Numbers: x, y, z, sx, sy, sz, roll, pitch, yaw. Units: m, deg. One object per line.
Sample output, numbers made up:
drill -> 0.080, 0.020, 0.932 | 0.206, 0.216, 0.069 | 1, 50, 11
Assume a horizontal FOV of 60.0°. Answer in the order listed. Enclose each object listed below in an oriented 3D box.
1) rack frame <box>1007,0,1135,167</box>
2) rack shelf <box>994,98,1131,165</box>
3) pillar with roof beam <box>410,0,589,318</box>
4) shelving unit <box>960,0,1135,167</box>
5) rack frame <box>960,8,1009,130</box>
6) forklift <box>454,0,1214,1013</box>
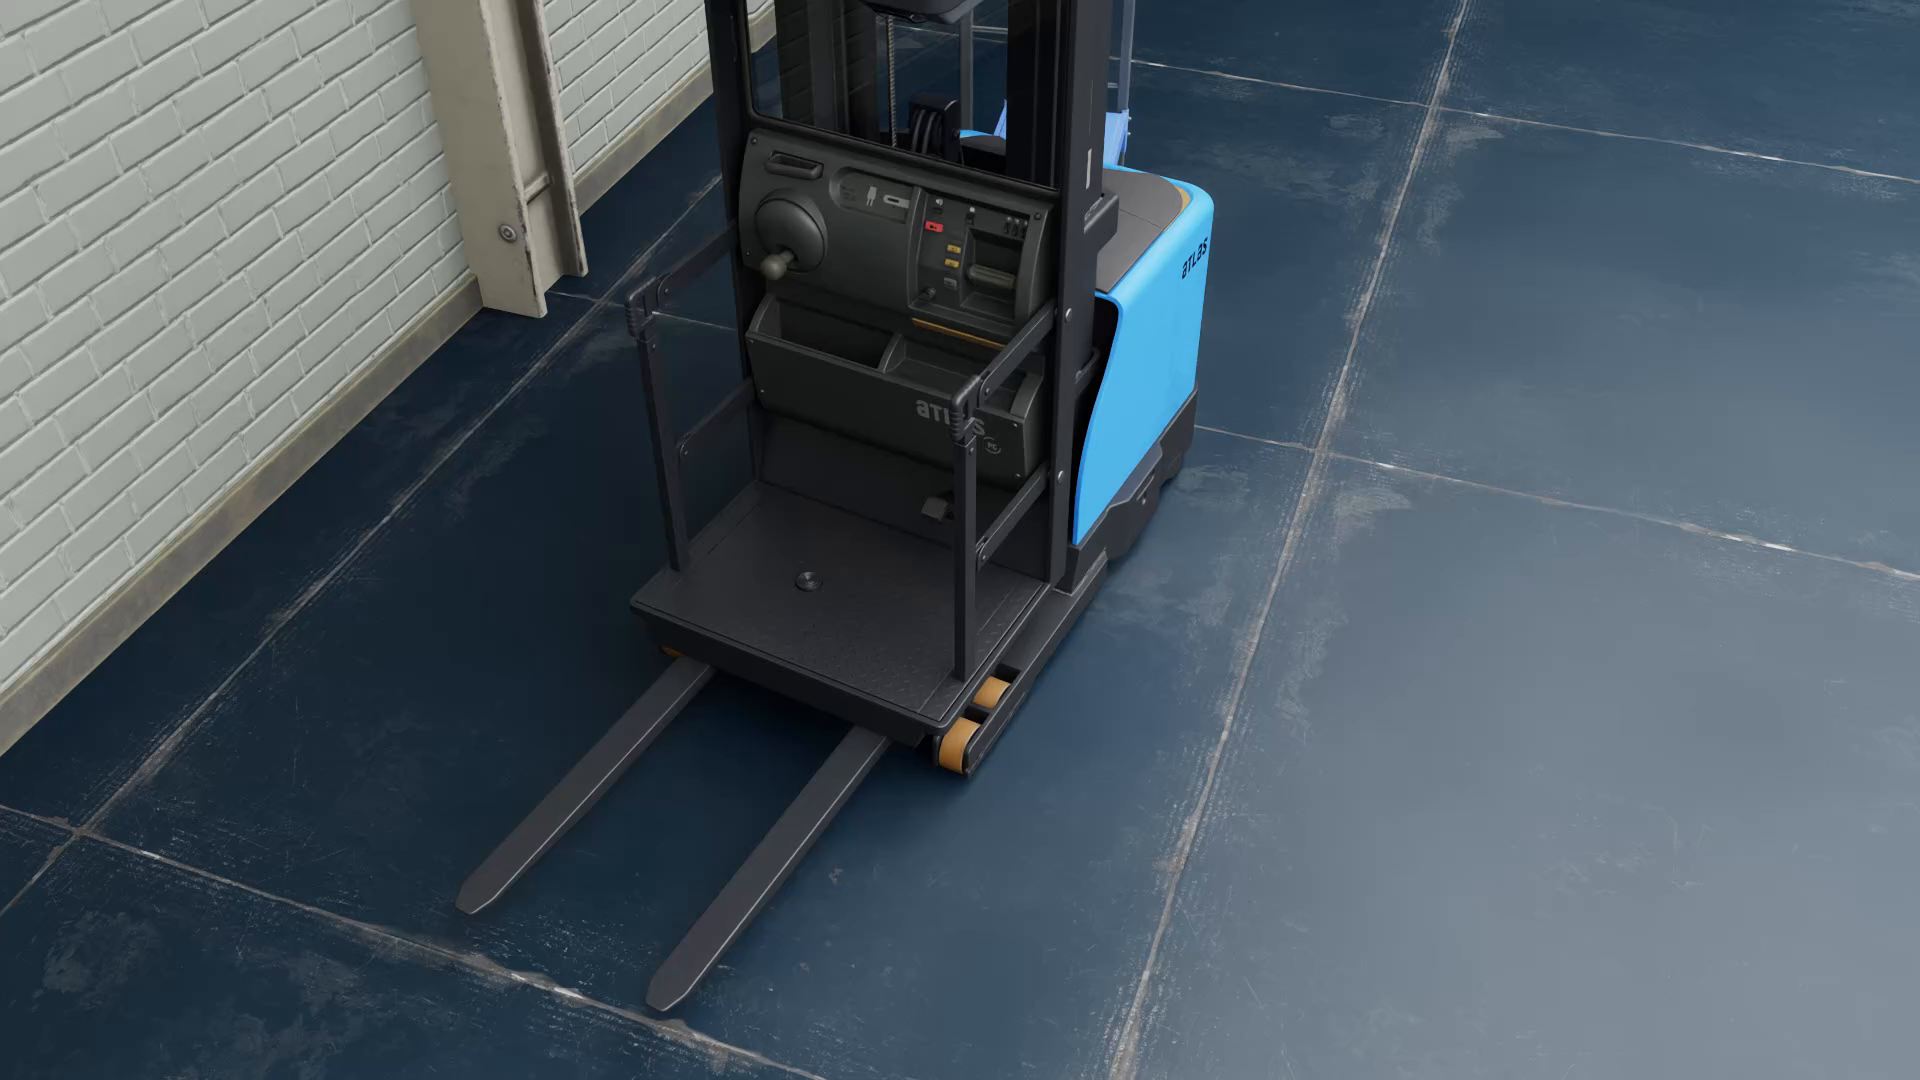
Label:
rack frame -> 0.440, -1.866, 6.781 | 0.500, 1.500, 0.032 | 7, 41, 8
rack shelf -> 0.344, -1.405, 6.518 | 0.538, 0.185, 1.000 | 7, 41, 8
pillar with roof beam -> 2.251, -3.531, 2.955 | 9.100, 9.000, 0.400 | 13, 42, 15
shelving unit -> 0.344, -1.542, 6.402 | 0.538, 1.500, 1.048 | 7, 41, 8
rack frame -> 0.248, -1.218, 6.022 | 0.500, 1.500, 0.032 | 7, 41, 8
forklift -> -0.296, -0.760, 4.382 | 1.130, 2.935, 3.031 | 19, 44, 21
